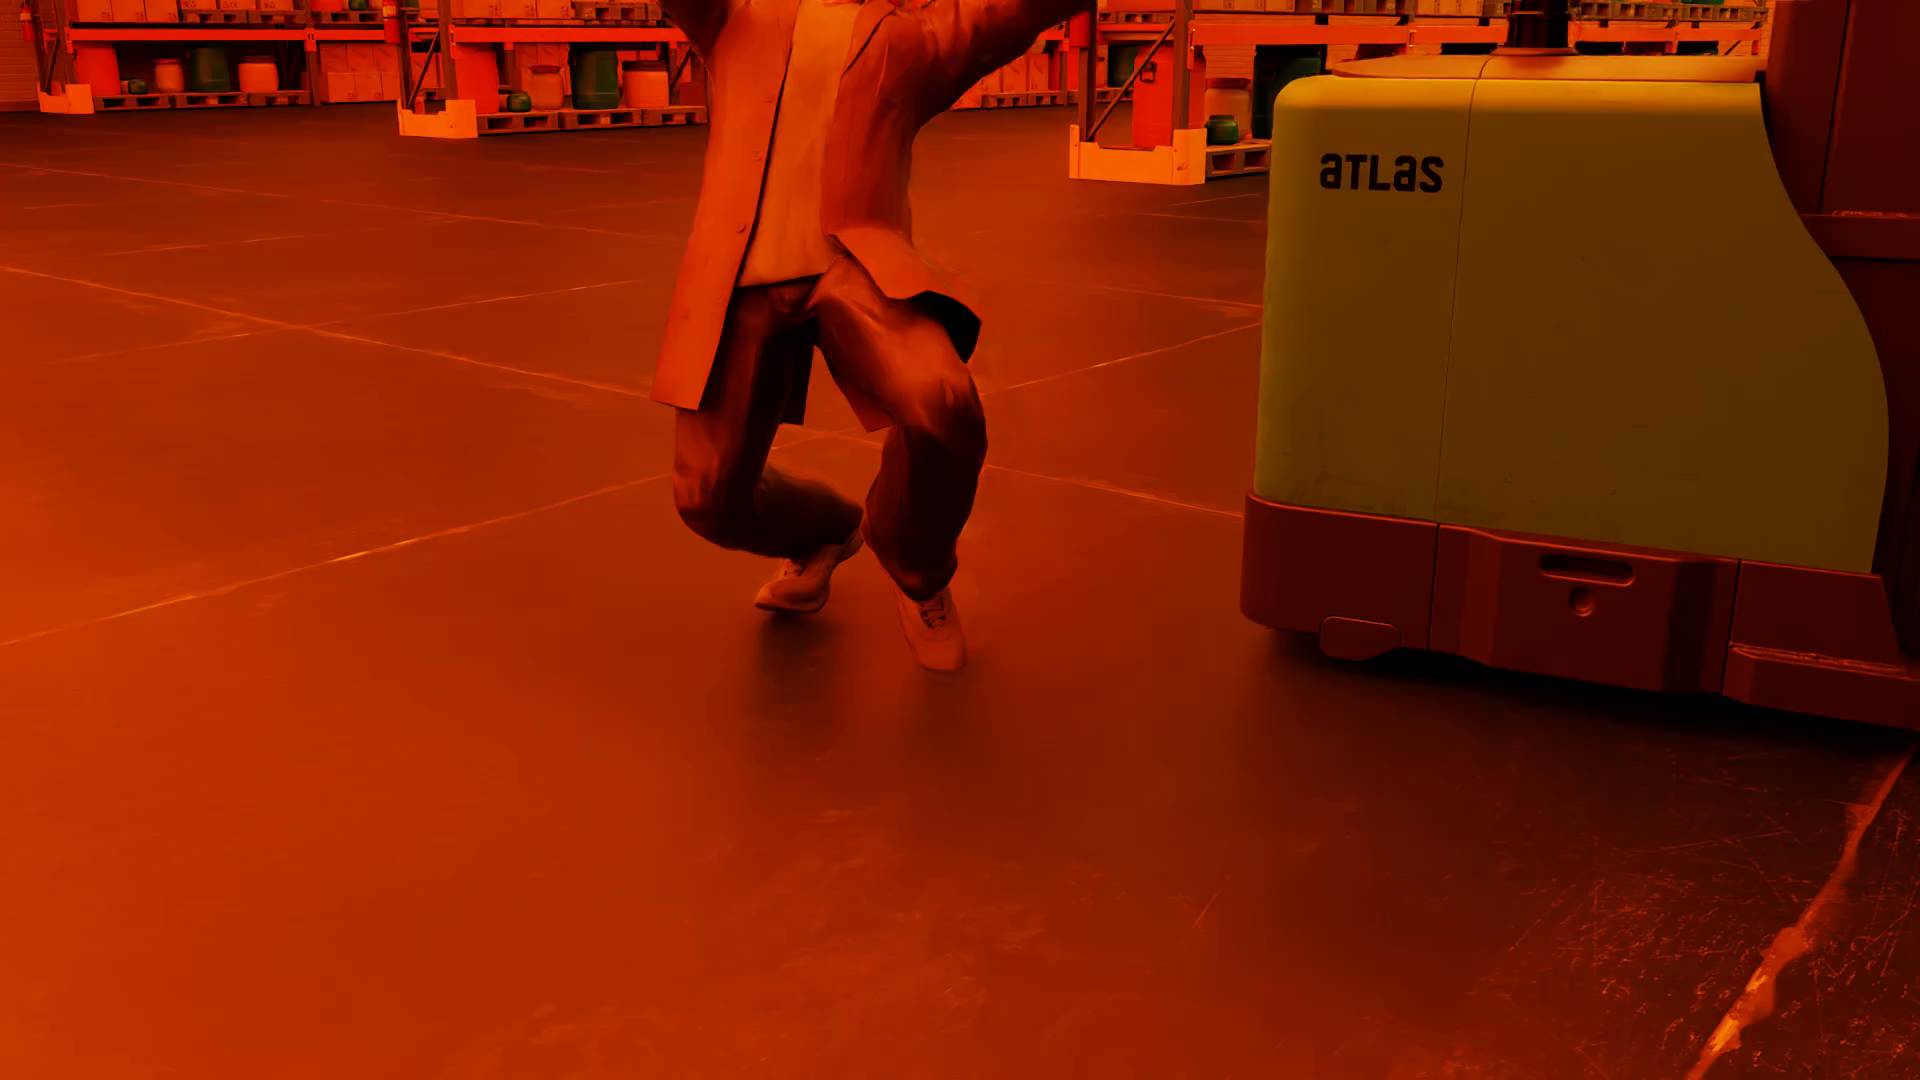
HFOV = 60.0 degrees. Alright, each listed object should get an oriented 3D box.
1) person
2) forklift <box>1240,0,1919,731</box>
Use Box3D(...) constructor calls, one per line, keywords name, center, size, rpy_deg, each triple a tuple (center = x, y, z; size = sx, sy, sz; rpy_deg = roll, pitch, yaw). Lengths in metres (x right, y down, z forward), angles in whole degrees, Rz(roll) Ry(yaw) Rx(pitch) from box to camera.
Box3D(name="person", center=(-0.051, -0.600, 3.066), size=(1.148, 1.723, 0.821), rpy_deg=(1, 17, 5))
Box3D(name="forklift", center=(2.102, -1.125, 2.602), size=(3.031, 2.935, 1.130), rpy_deg=(8, 19, 25))
